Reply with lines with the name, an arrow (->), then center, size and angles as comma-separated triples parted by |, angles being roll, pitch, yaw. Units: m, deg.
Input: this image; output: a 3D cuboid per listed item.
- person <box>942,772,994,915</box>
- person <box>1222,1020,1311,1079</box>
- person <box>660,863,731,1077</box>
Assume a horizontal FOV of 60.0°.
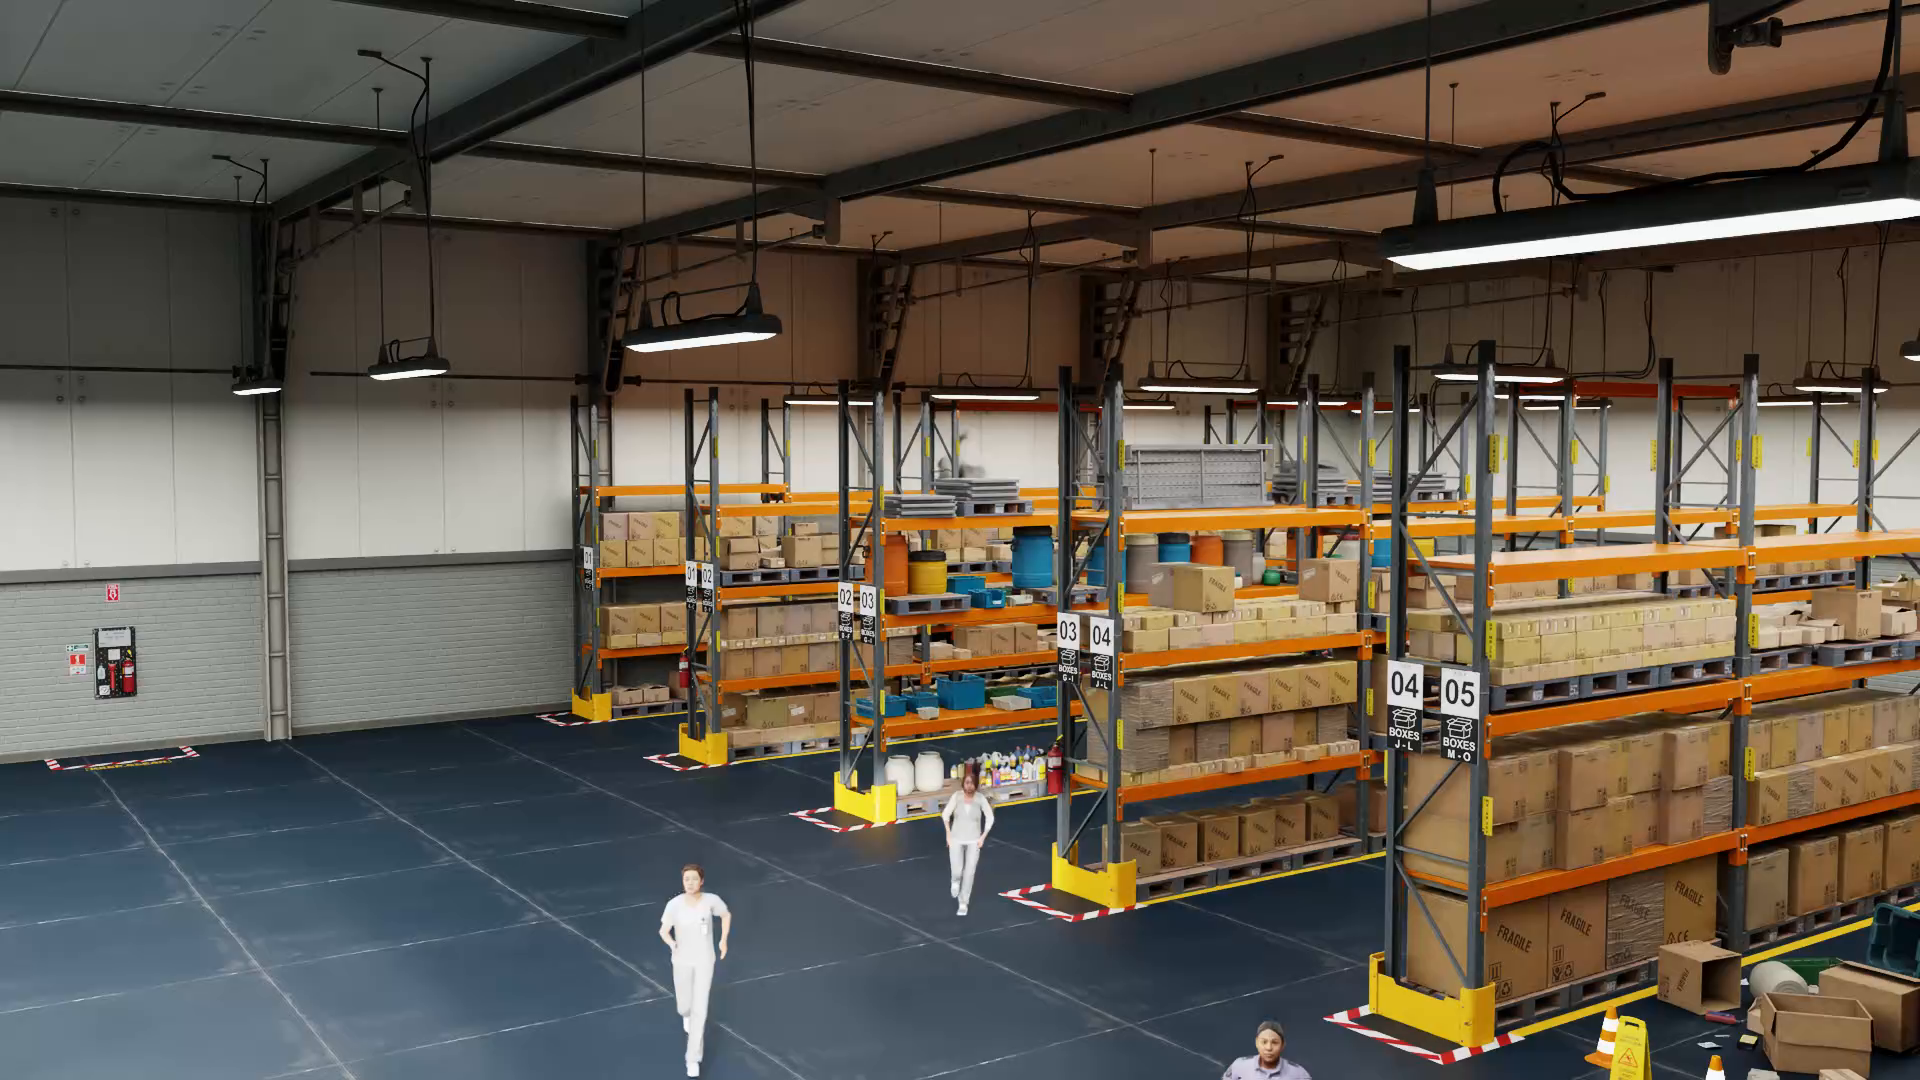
person -> 0.088, 3.294, 18.247 | 0.566, 1.561, 0.543 | 0, 3, -4
person -> 1.869, 3.720, 10.075 | 0.610, 1.628, 0.940 | 1, 4, 12
person -> -2.199, 3.504, 13.809 | 0.584, 1.633, 0.970 | 0, 3, -6
